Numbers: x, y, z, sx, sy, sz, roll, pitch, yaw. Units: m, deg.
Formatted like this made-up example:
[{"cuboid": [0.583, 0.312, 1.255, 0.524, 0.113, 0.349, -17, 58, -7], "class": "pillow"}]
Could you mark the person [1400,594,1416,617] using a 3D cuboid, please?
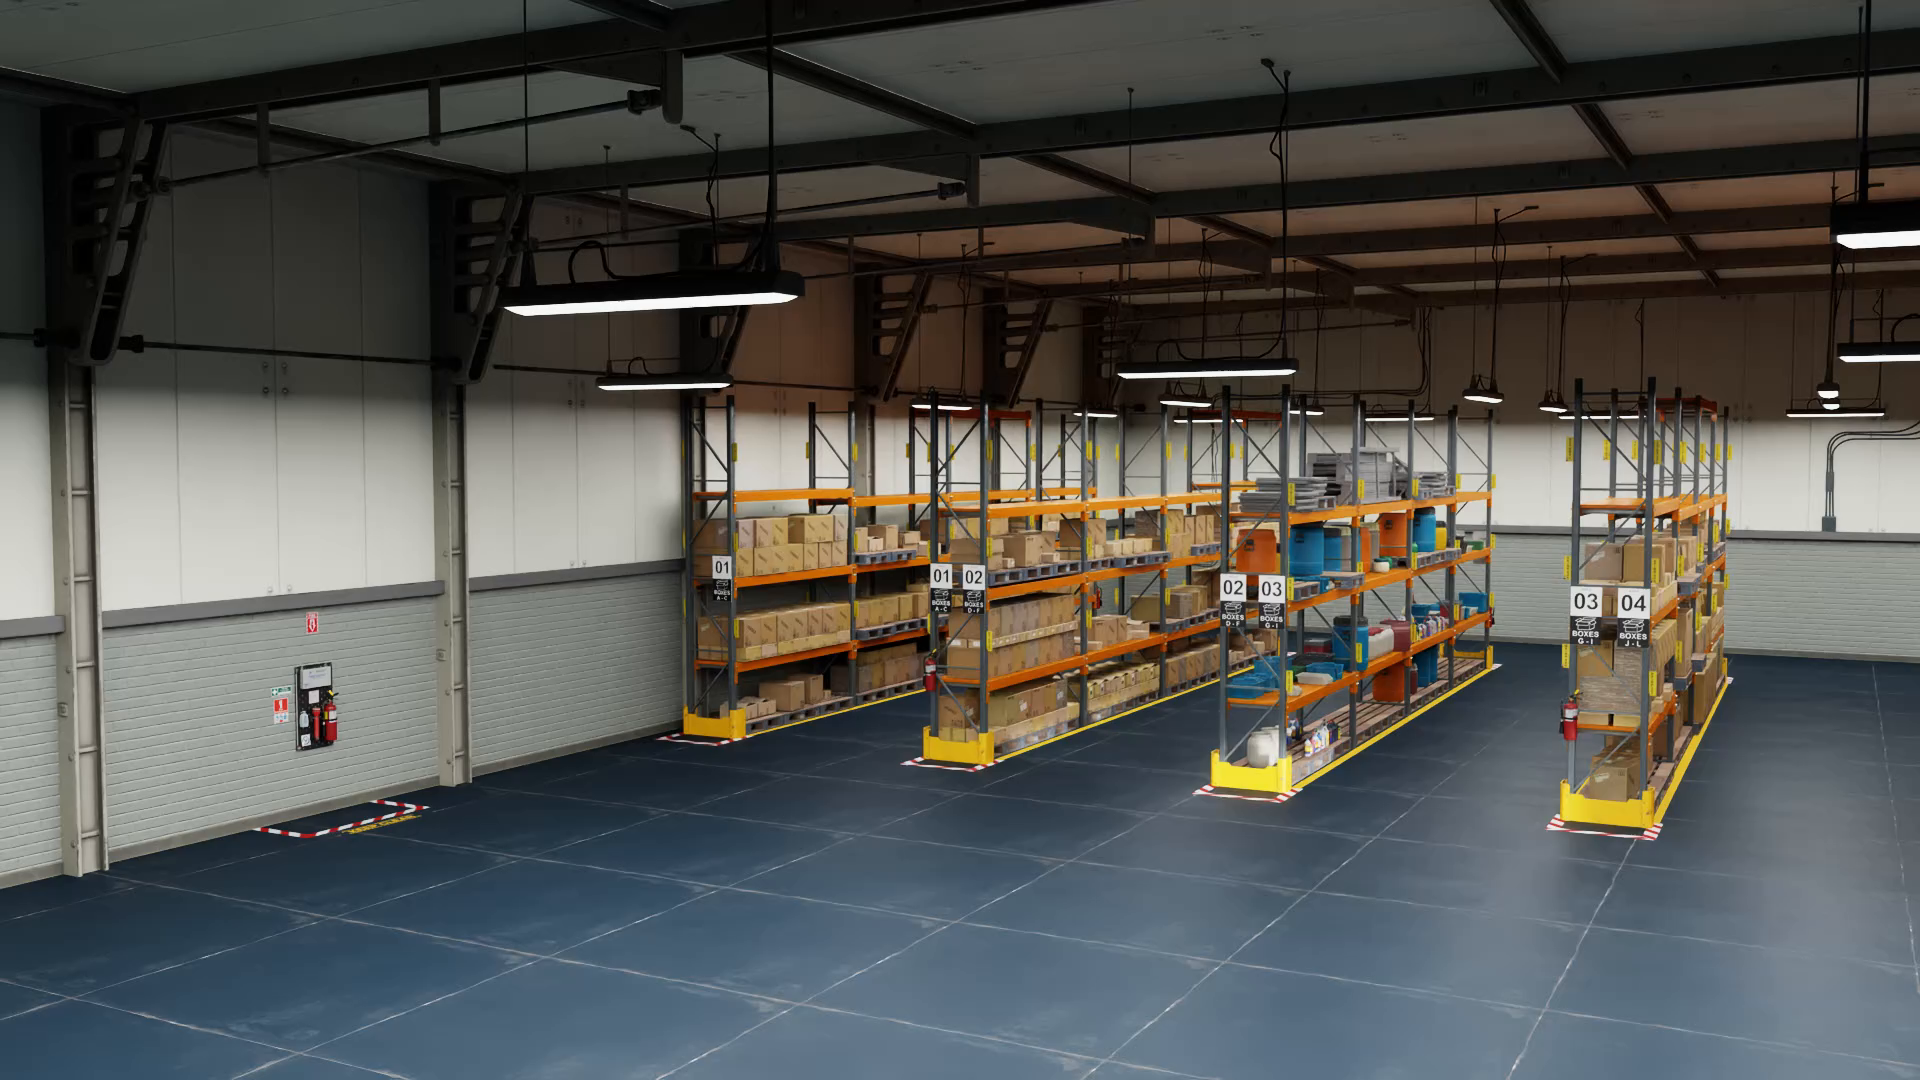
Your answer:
[{"cuboid": [10.721, 2.078, 39.787, 1.042, 1.613, 0.496, -2, 4, -37], "class": "person"}]
